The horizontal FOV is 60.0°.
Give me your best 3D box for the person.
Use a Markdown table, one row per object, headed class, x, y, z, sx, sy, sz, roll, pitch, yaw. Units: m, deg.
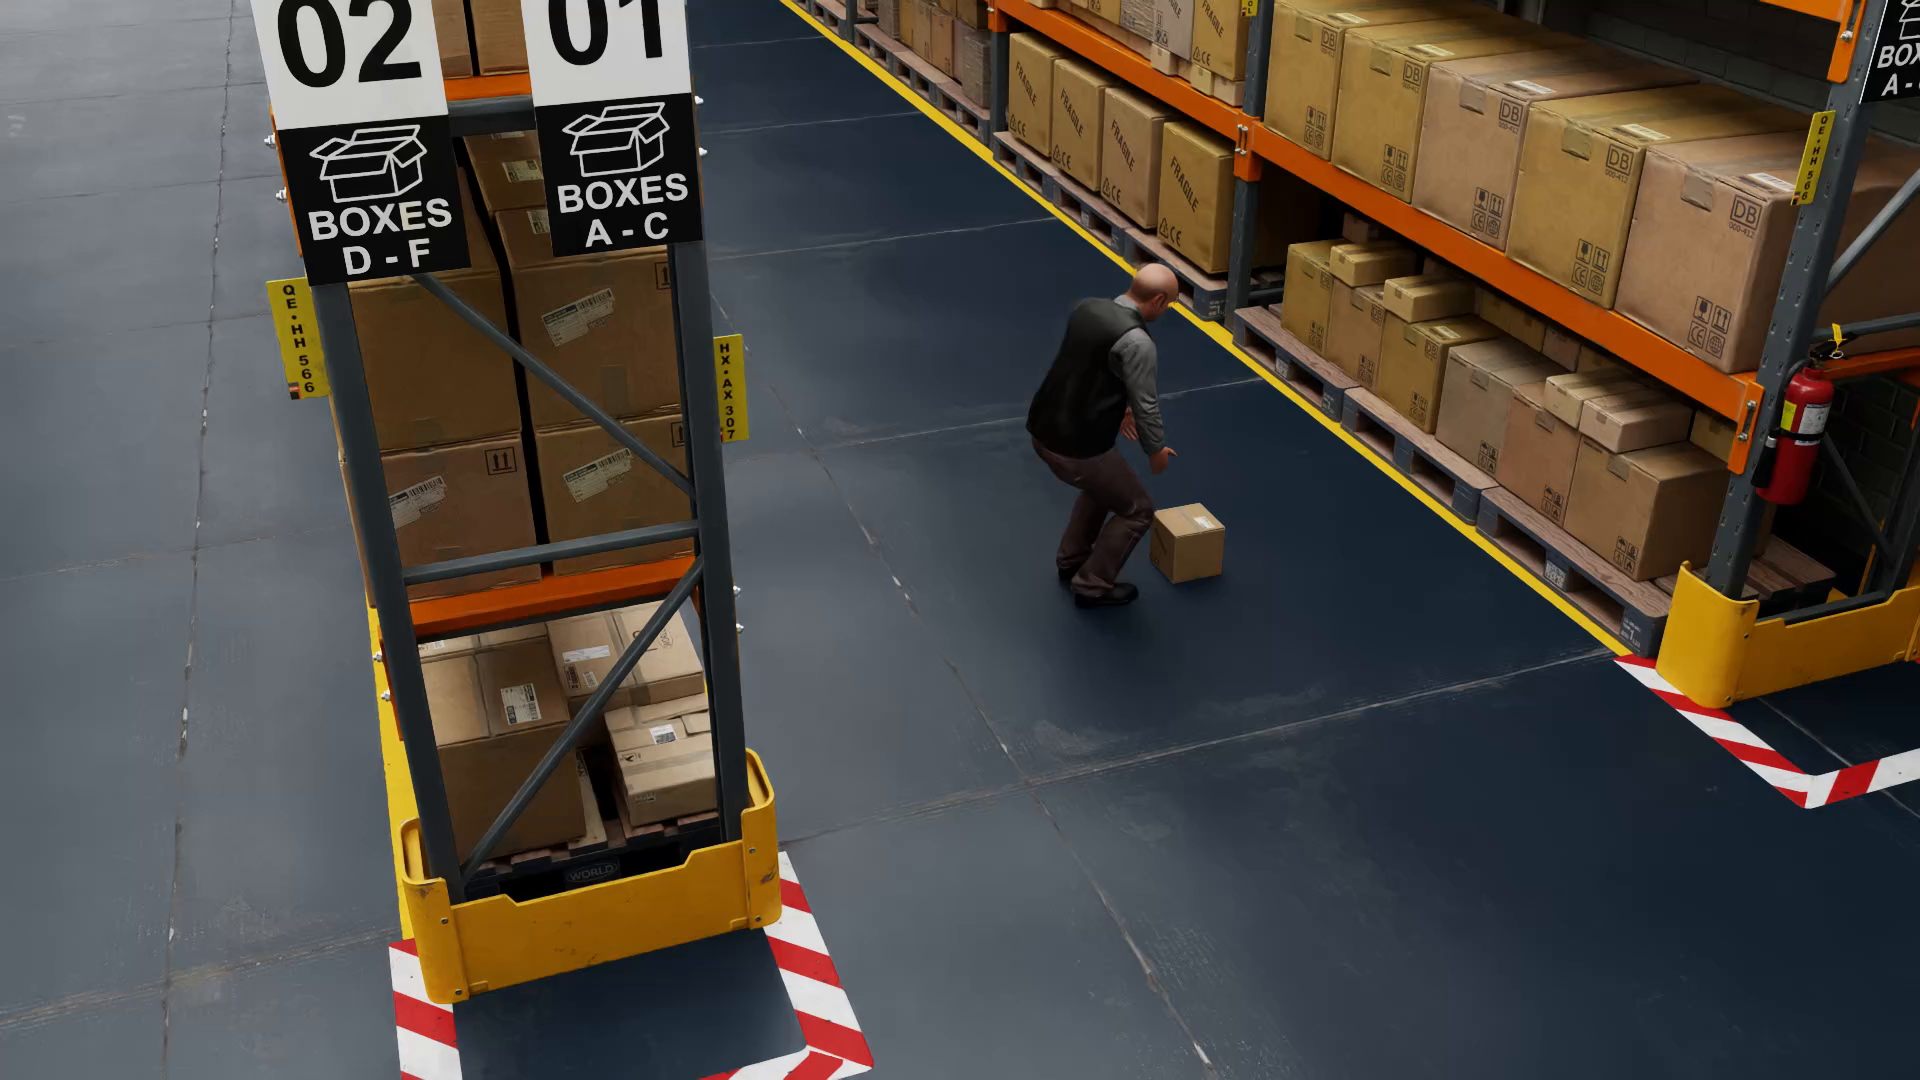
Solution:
| class | x | y | z | sx | sy | sz | roll | pitch | yaw |
| --- | --- | --- | --- | --- | --- | --- | --- | --- | --- |
| person | 0.608 | -0.455 | 7.202 | 0.648 | 1.482 | 0.589 | -10 | 31 | -17 |
